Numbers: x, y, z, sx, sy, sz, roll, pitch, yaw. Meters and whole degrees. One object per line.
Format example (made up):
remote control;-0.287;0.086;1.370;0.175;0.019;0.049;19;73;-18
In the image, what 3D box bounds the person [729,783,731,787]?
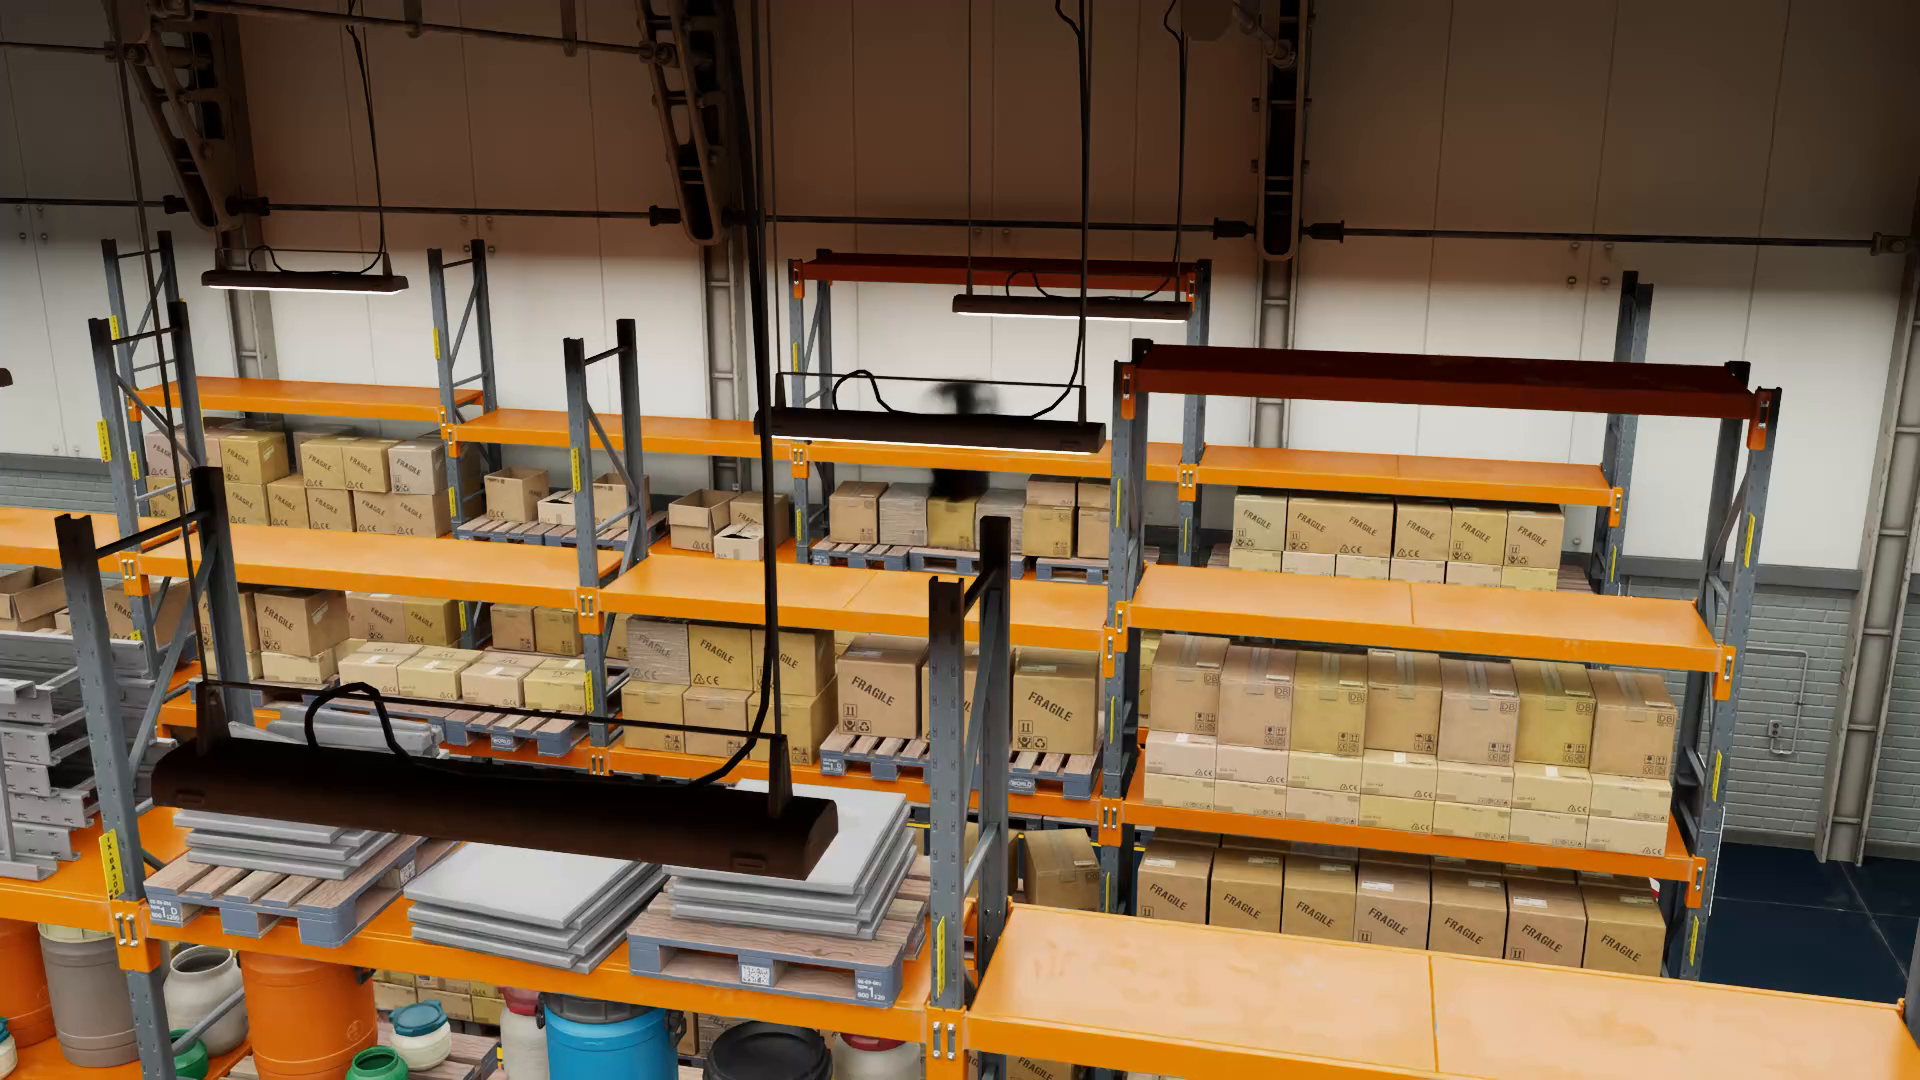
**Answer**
person;-1.861;2.740;16.159;0.988;1.681;0.574;0;16;-2
